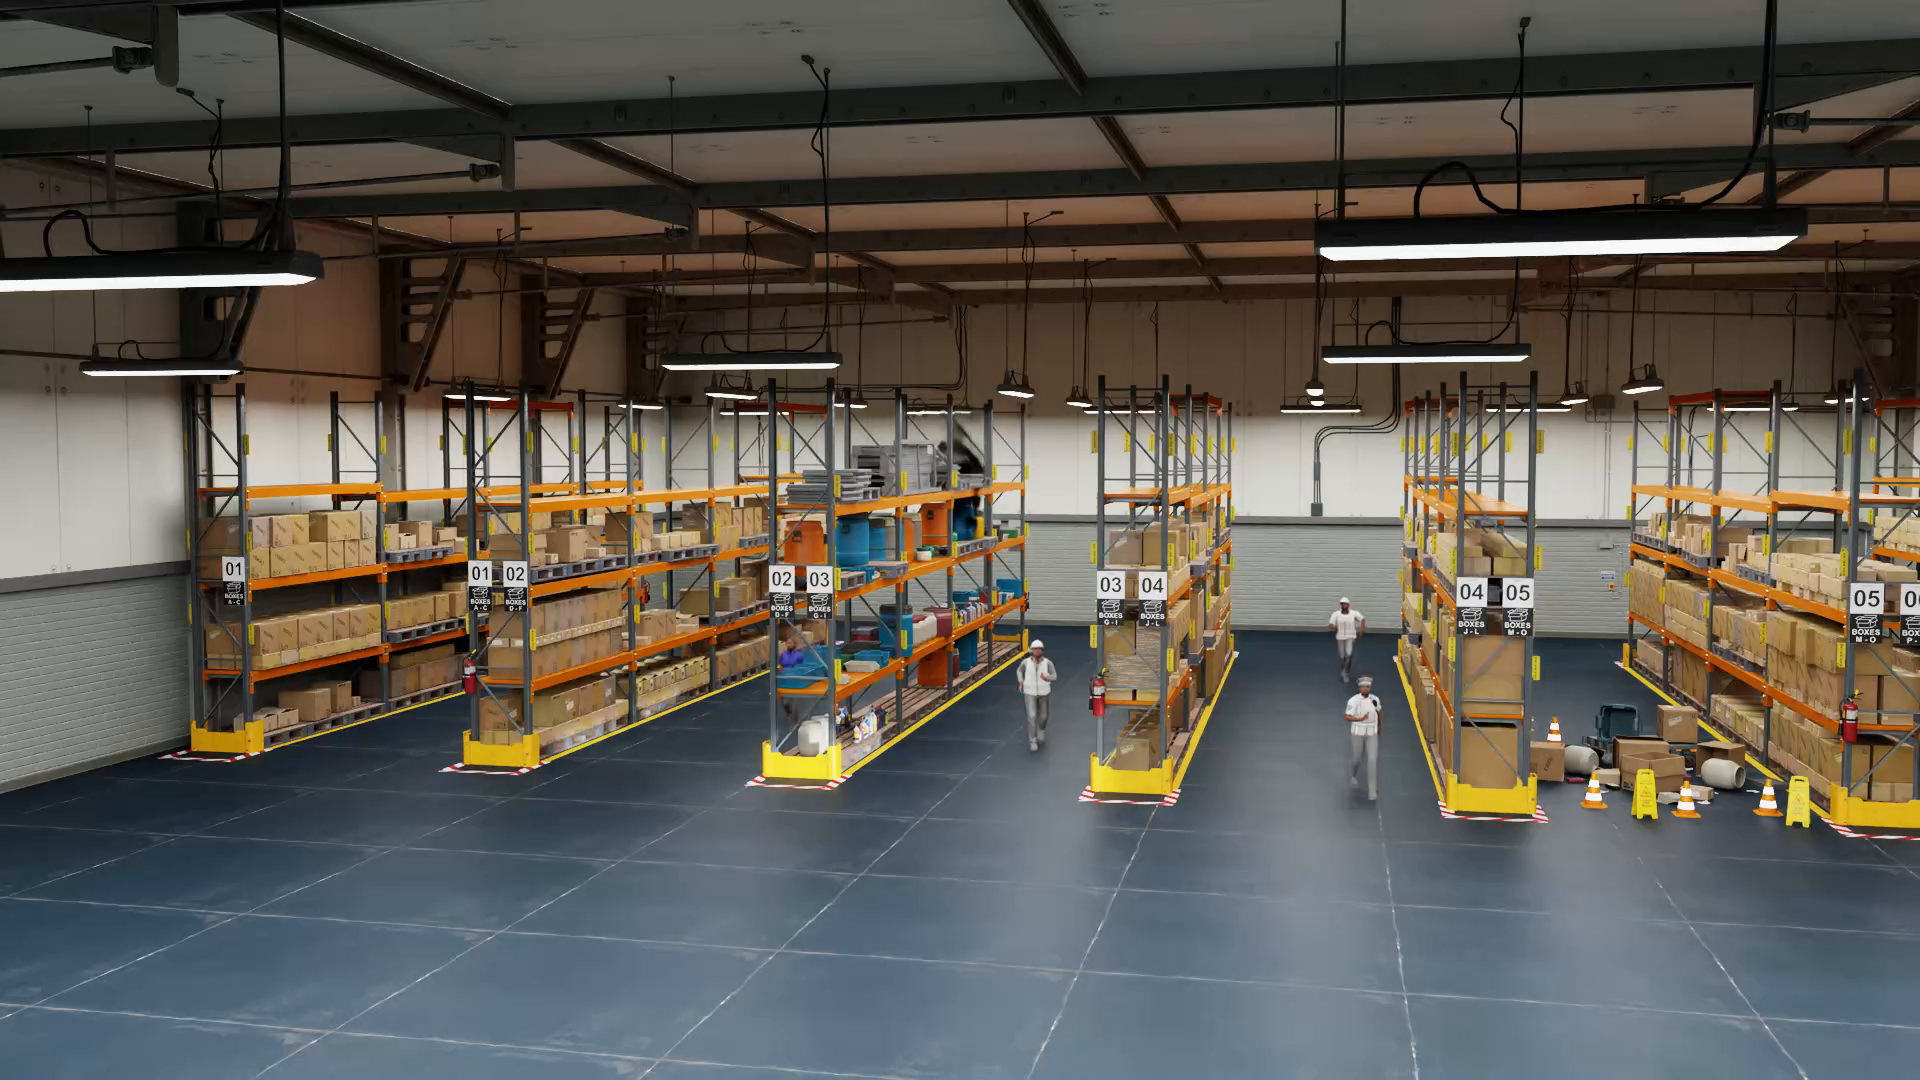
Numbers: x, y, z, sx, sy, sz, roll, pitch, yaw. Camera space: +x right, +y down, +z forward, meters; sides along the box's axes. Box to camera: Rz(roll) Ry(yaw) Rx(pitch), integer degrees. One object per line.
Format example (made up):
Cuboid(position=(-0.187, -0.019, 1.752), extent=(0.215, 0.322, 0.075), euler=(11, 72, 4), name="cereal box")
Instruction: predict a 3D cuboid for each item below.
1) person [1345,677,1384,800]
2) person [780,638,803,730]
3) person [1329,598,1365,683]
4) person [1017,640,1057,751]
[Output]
Cuboid(position=(5.766, 2.777, 23.690), extent=(0.572, 1.691, 0.934), euler=(0, 3, 3), name="person")
Cuboid(position=(-2.950, 2.534, 29.243), extent=(0.566, 1.610, 0.571), euler=(1, 3, 15), name="person")
Cuboid(position=(8.204, 2.123, 35.333), extent=(0.707, 1.802, 0.757), euler=(1, 4, 23), name="person")
Cuboid(position=(1.268, 2.527, 27.381), extent=(0.656, 1.758, 0.969), euler=(0, 3, -1), name="person")
